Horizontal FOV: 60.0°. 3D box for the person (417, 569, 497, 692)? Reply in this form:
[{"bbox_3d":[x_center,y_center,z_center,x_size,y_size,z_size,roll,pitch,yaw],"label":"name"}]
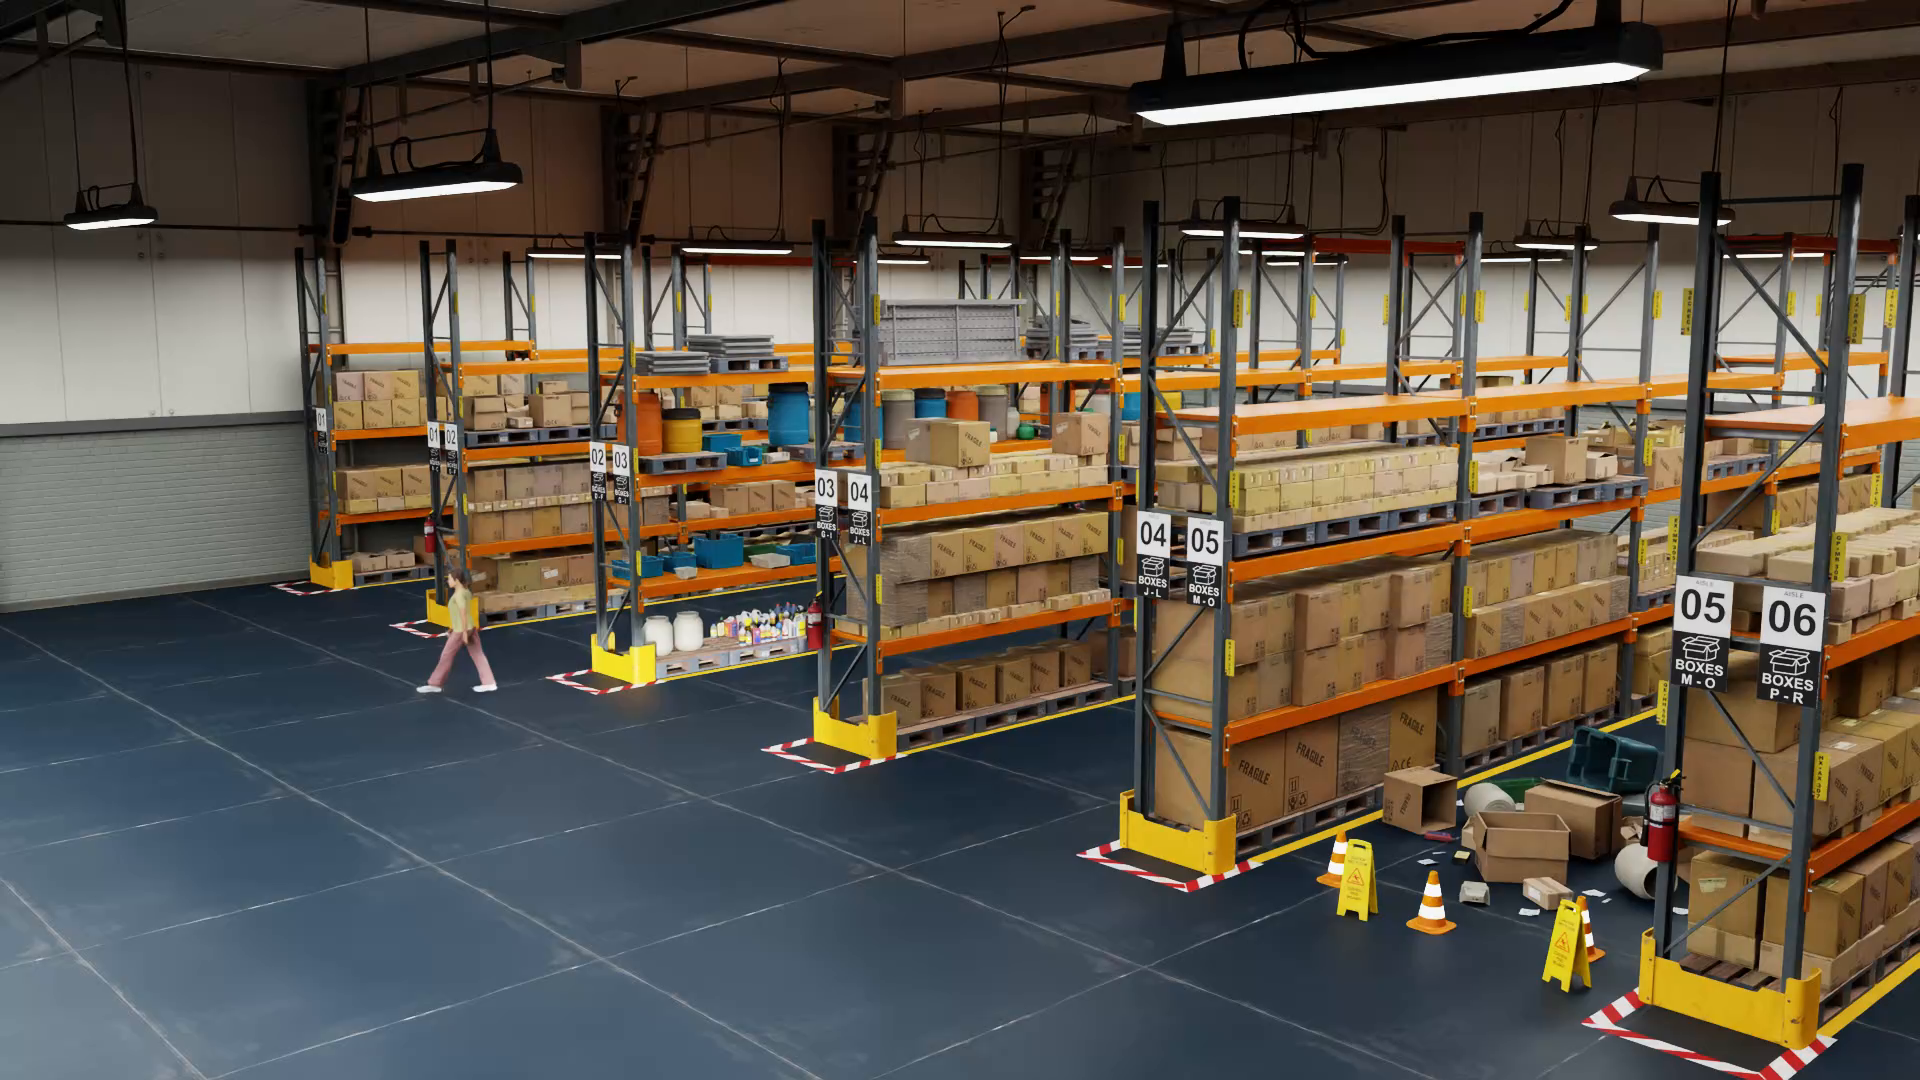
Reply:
[{"bbox_3d":[-6.540,1.176,21.621,0.978,1.626,0.476,1,8,4],"label":"person"}]

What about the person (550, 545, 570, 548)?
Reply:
[{"bbox_3d":[-7.249,-0.017,30.025,0.453,1.543,0.969,4,9,23],"label":"person"}]
